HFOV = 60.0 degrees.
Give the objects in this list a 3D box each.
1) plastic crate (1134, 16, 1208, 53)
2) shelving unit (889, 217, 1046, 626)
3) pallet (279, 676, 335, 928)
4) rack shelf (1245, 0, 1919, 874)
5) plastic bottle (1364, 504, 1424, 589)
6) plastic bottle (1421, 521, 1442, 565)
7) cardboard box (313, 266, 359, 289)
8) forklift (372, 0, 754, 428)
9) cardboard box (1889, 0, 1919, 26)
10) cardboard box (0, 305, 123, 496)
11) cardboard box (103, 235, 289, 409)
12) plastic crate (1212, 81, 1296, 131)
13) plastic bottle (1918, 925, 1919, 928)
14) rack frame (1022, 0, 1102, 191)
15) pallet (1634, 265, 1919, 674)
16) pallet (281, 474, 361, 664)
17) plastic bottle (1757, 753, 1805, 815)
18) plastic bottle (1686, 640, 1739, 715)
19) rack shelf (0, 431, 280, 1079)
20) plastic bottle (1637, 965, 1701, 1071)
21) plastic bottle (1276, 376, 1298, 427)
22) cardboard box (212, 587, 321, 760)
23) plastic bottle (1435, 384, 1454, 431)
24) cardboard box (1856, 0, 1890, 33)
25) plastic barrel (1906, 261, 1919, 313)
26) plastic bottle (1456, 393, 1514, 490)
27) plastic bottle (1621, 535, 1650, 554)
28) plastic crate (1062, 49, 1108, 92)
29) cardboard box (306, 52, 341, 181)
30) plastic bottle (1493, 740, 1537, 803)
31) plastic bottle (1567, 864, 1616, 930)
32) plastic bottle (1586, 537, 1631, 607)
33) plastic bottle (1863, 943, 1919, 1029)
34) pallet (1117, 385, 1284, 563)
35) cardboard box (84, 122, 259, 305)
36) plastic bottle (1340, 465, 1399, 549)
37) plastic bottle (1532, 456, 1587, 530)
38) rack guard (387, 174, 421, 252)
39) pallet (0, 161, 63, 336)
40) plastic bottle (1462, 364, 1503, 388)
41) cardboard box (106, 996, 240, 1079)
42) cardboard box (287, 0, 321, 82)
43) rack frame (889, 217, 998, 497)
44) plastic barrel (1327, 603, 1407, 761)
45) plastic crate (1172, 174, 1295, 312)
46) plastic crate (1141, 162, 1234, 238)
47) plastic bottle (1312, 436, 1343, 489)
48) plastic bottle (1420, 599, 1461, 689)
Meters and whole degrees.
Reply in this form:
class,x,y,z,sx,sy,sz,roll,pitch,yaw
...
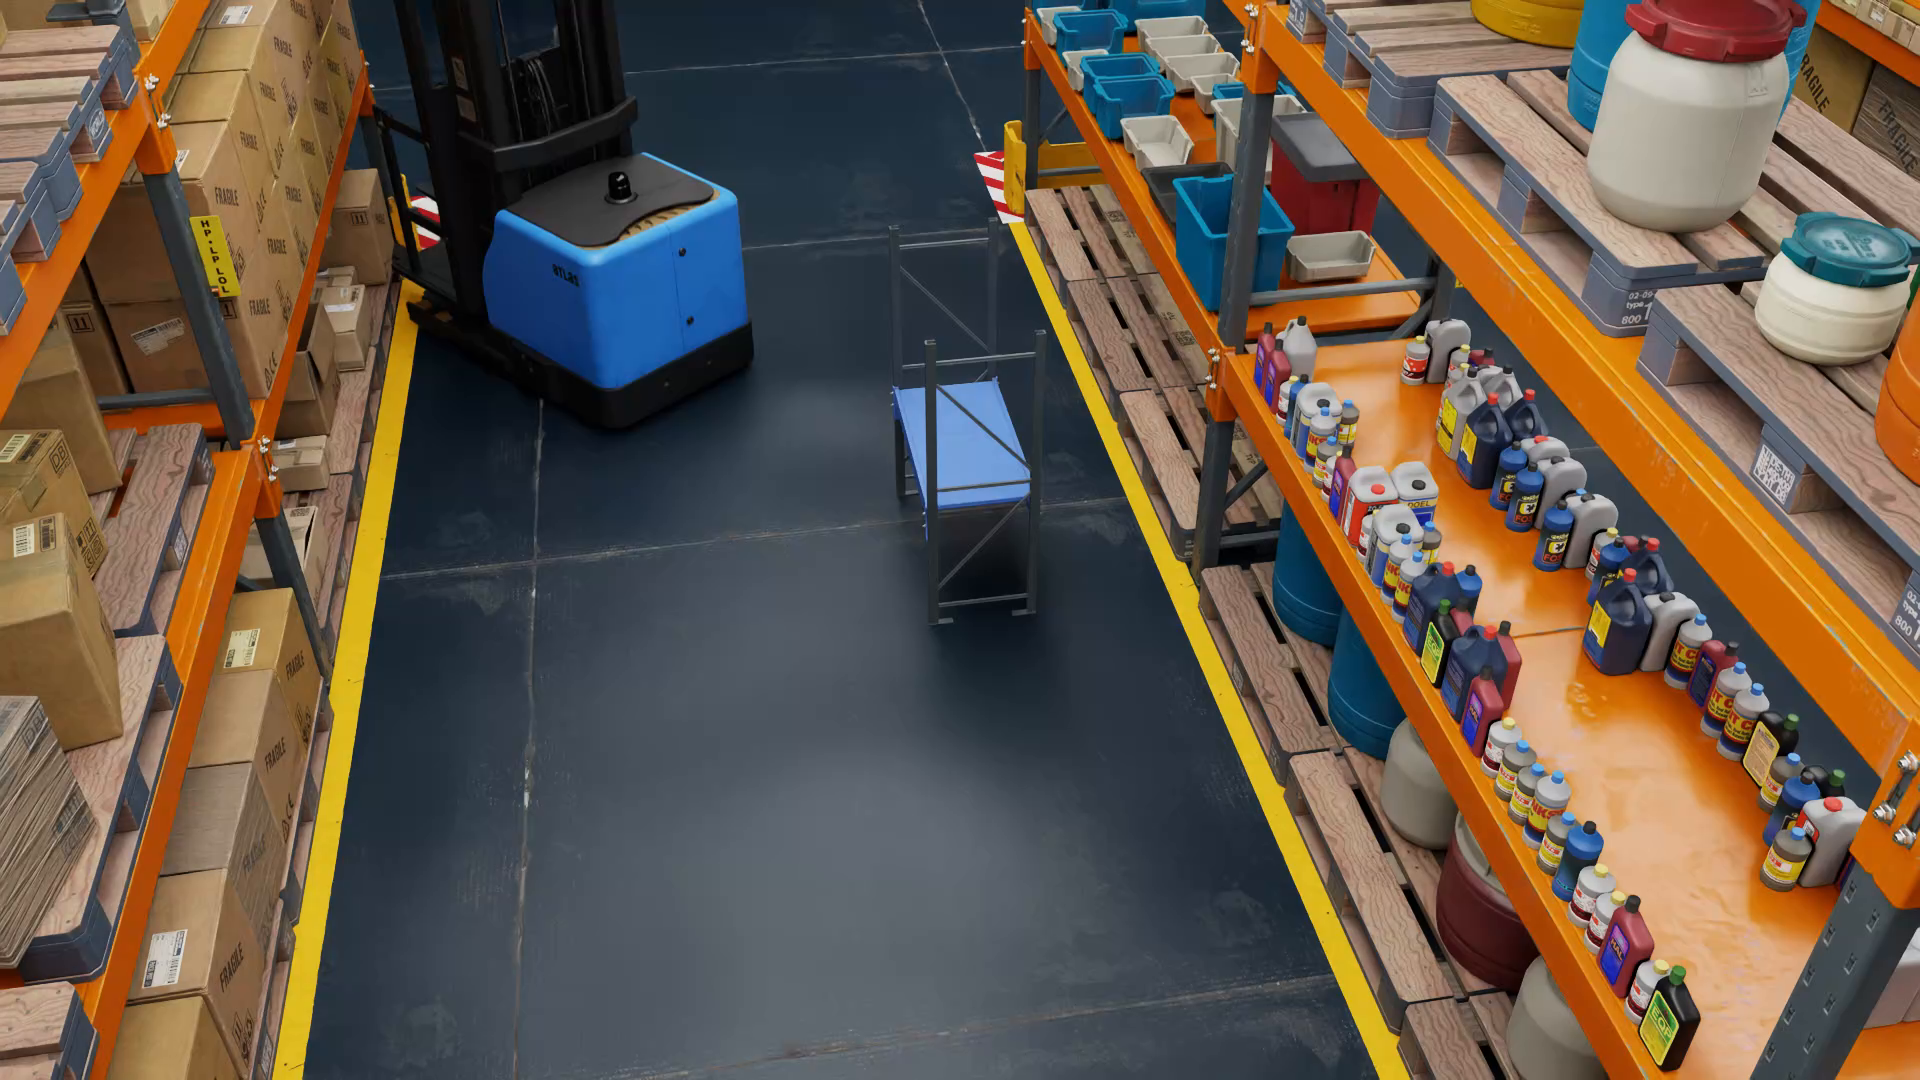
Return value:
class,x,y,z,sx,sy,sz,roll,pitch,yaw
plastic crate,1.224,-2.911,9.618,0.396,0.136,0.243,-6,38,-8
shelving unit,0.015,-0.541,7.623,0.538,1.500,1.048,-6,38,-8
pallet,-3.094,1.070,6.600,1.003,0.211,1.213,-6,38,-8
rack shelf,1.955,-0.741,4.800,1.077,0.370,4.000,-6,38,-8
plastic bottle,1.513,0.020,5.780,0.152,0.276,0.135,-6,38,-8
plastic bottle,1.633,0.025,5.835,0.097,0.201,0.097,0,38,0
cardboard box,-3.654,-1.433,9.500,0.380,0.166,0.250,-6,38,-8
forklift,-2.587,-2.525,9.012,3.031,2.935,1.130,29,46,32
cardboard box,5.779,-3.120,9.600,0.500,0.250,0.500,-7,38,-9
cardboard box,-3.411,-0.413,5.813,0.700,0.500,0.500,-19,42,-23
cardboard box,-3.095,-0.895,6.775,0.500,0.500,0.500,-5,38,-7
plastic crate,1.515,-2.209,8.636,0.416,0.233,0.300,-6,38,-8
plastic bottle,2.554,1.049,4.459,0.097,0.271,0.097,0,38,0
rack frame,0.903,-3.465,10.165,1.000,3.000,0.127,-6,38,-8
pallet,2.267,-0.215,3.691,1.003,0.211,1.213,-6,38,-8
pallet,-3.393,0.168,7.762,1.003,0.211,1.213,-6,38,-8
plastic bottle,2.450,0.717,4.944,0.097,0.201,0.097,0,38,0
plastic bottle,2.390,0.414,5.267,0.061,0.283,0.133,-6,38,-8
rack shelf,-2.923,0.974,5.038,1.077,0.370,4.000,-6,38,-8
plastic bottle,1.814,1.215,4.236,0.061,0.283,0.133,-6,38,-8
plastic bottle,1.310,-0.555,6.581,0.097,0.201,0.097,0,38,0
cardboard box,-2.905,0.562,6.660,0.500,0.500,0.500,-6,38,-8
plastic bottle,1.936,-0.522,6.538,0.097,0.201,0.097,0,38,0
cardboard box,5.655,-3.181,10.005,0.380,0.149,0.250,-7,38,-9
plastic barrel,2.346,-0.586,3.799,0.294,0.245,0.294,0,38,0
plastic bottle,1.978,-0.382,6.237,0.144,0.351,0.185,-6,38,-8
plastic bottle,2.293,0.082,5.694,0.061,0.283,0.133,-6,38,-8
plastic crate,0.715,-2.587,9.201,0.250,0.136,0.298,-6,38,-8
cardboard box,-3.452,-2.117,8.349,0.500,0.500,0.500,-6,38,-8
plastic bottle,1.669,0.684,4.987,0.097,0.201,0.097,0,38,0
plastic bottle,1.754,0.978,4.609,0.097,0.201,0.097,0,38,0
plastic bottle,2.219,0.106,5.673,0.097,0.271,0.097,0,38,0
plastic bottle,2.398,1.137,4.343,0.152,0.276,0.135,-6,38,-8
pallet,1.437,-0.387,8.477,1.003,0.211,1.213,-6,38,-8
cardboard box,-3.079,-1.267,6.440,0.500,0.500,0.500,-5,38,-7
plastic bottle,1.472,-0.120,5.960,0.152,0.276,0.135,-6,38,-8
plastic bottle,2.167,-0.190,6.050,0.152,0.276,0.135,-6,38,-8
rack guard,-3.961,-1.901,10.190,1.175,0.500,0.348,-6,38,-8
pallet,-3.043,-0.601,4.187,1.213,0.211,1.003,-6,38,-8
plastic bottle,2.055,-0.576,6.547,0.152,0.276,0.135,-6,38,-8
cardboard box,-2.551,1.786,5.084,0.500,0.500,0.500,-7,38,-9
cardboard box,-3.441,-2.512,8.041,0.500,0.500,0.500,-5,38,-7
rack frame,-0.074,-0.848,8.019,0.500,1.500,0.032,-6,38,-8
plastic barrel,1.807,0.372,6.594,0.600,0.901,0.708,-6,38,-8
plastic crate,1.186,-1.311,7.357,0.392,0.384,0.575,-6,38,-8
plastic crate,1.143,-1.611,7.954,0.437,0.125,0.590,-6,38,-8
plastic bottle,1.385,-0.297,6.249,0.097,0.201,0.097,0,38,0
plastic bottle,1.558,0.332,5.372,0.061,0.283,0.133,-6,38,-8
